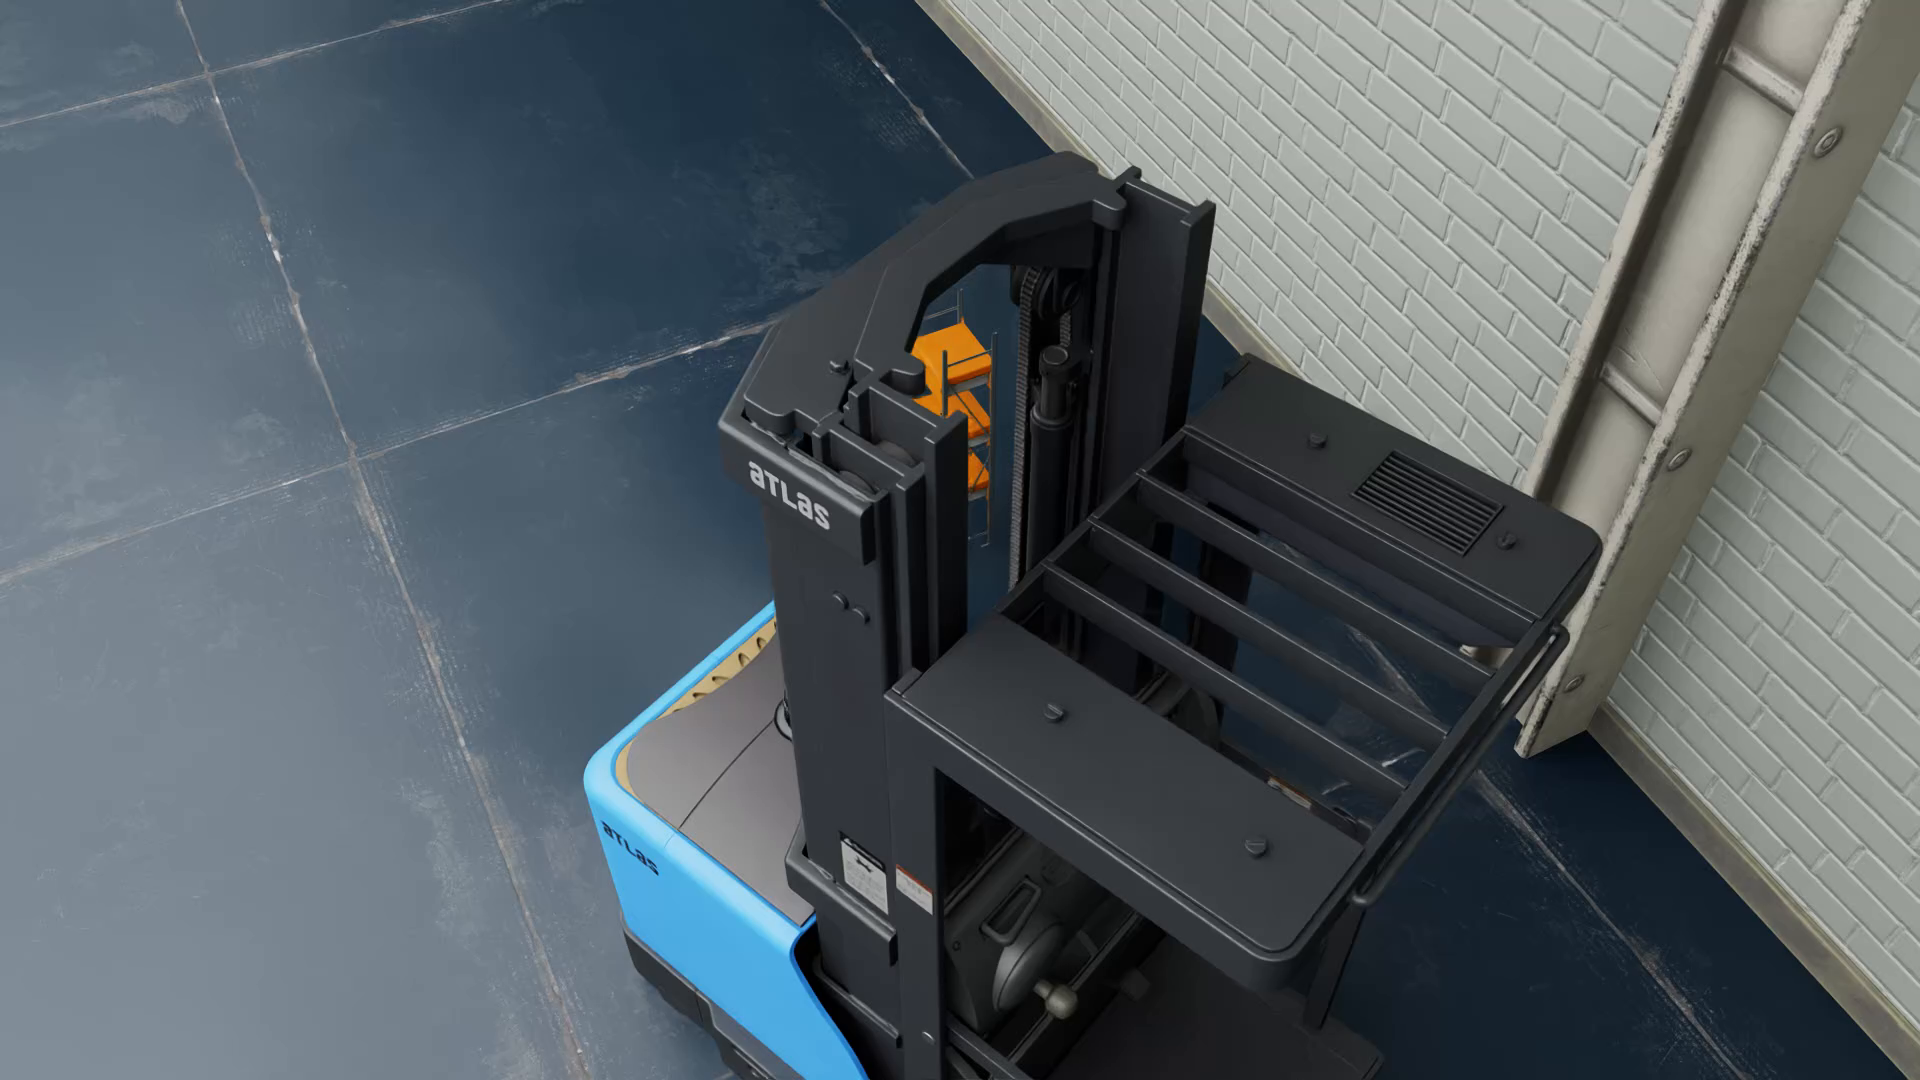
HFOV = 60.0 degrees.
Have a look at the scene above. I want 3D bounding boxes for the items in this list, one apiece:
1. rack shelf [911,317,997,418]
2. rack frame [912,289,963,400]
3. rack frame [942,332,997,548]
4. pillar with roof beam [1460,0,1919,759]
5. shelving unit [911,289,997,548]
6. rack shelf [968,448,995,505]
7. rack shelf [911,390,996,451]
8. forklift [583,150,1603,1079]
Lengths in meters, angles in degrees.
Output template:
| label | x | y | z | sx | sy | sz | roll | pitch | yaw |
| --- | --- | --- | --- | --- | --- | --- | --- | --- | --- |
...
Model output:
| label | x | y | z | sx | sy | sz | roll | pitch | yaw |
| --- | --- | --- | --- | --- | --- | --- | --- | --- | --- |
| rack shelf | -0.025 | -0.561 | 5.680 | 0.215 | 0.259 | 0.240 | -21 | 52 | -18 |
| rack frame | -0.080 | -0.463 | 5.958 | 0.200 | 1.050 | 0.008 | -21 | 52 | -18 |
| rack frame | 0.031 | -0.300 | 5.815 | 0.200 | 1.050 | 0.008 | -21 | 52 | -18 |
| pillar with roof beam | -1.883 | -0.925 | 1.081 | 9.100 | 9.000 | 0.400 | -21 | 52 | -18 |
| shelving unit | -0.025 | -0.381 | 5.886 | 0.215 | 1.050 | 0.252 | -21 | 52 | -18 |
| rack shelf | -0.025 | -0.191 | 6.103 | 0.215 | 0.259 | 0.240 | -21 | 52 | -18 |
| rack shelf | -0.025 | -0.374 | 5.894 | 0.215 | 0.259 | 0.240 | -21 | 52 | -18 |
| forklift | 0.457 | 0.764 | 3.635 | 3.031 | 2.935 | 1.130 | 32 | 56 | 25 |
